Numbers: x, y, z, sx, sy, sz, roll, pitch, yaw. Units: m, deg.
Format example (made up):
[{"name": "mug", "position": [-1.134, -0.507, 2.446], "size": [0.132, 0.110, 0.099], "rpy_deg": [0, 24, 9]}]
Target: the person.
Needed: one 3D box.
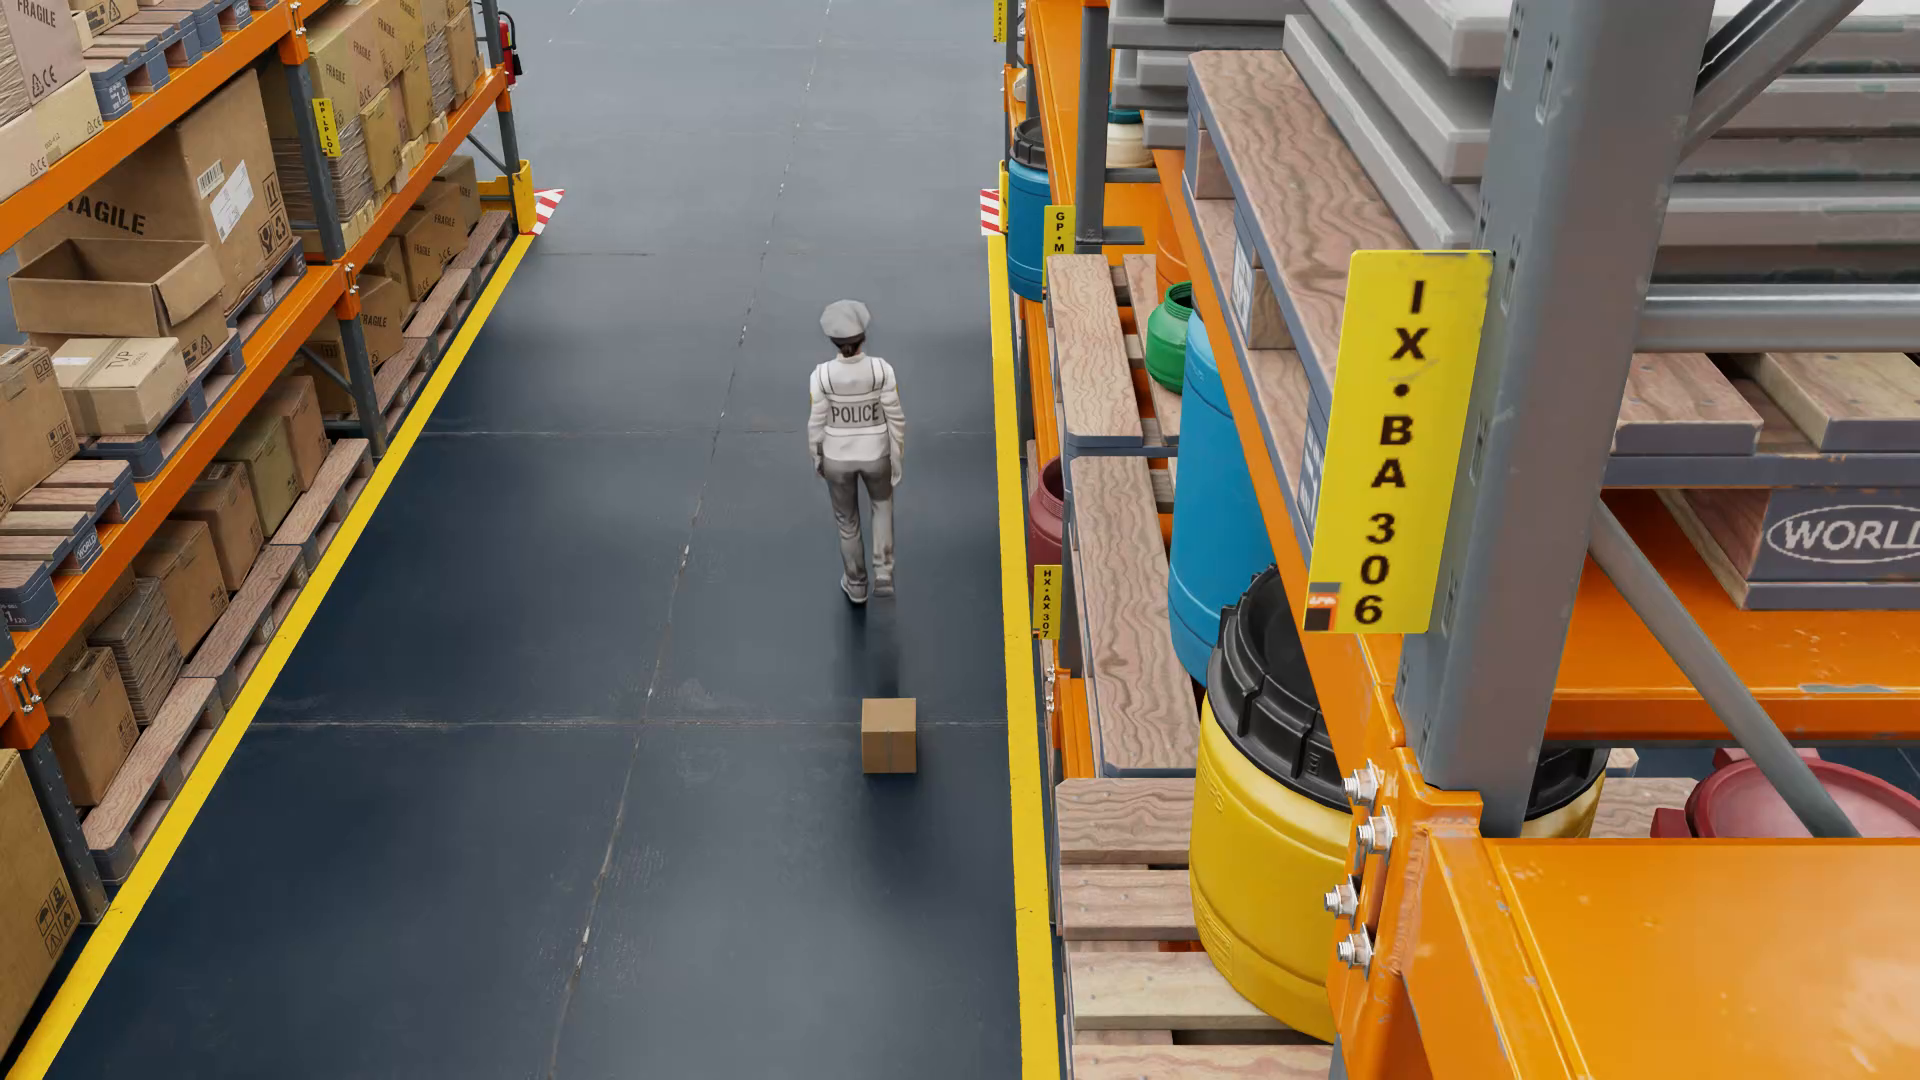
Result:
[{"name": "person", "position": [-0.526, -0.421, 8.541], "size": [0.492, 1.679, 0.445], "rpy_deg": [-6, 32, -9]}]
